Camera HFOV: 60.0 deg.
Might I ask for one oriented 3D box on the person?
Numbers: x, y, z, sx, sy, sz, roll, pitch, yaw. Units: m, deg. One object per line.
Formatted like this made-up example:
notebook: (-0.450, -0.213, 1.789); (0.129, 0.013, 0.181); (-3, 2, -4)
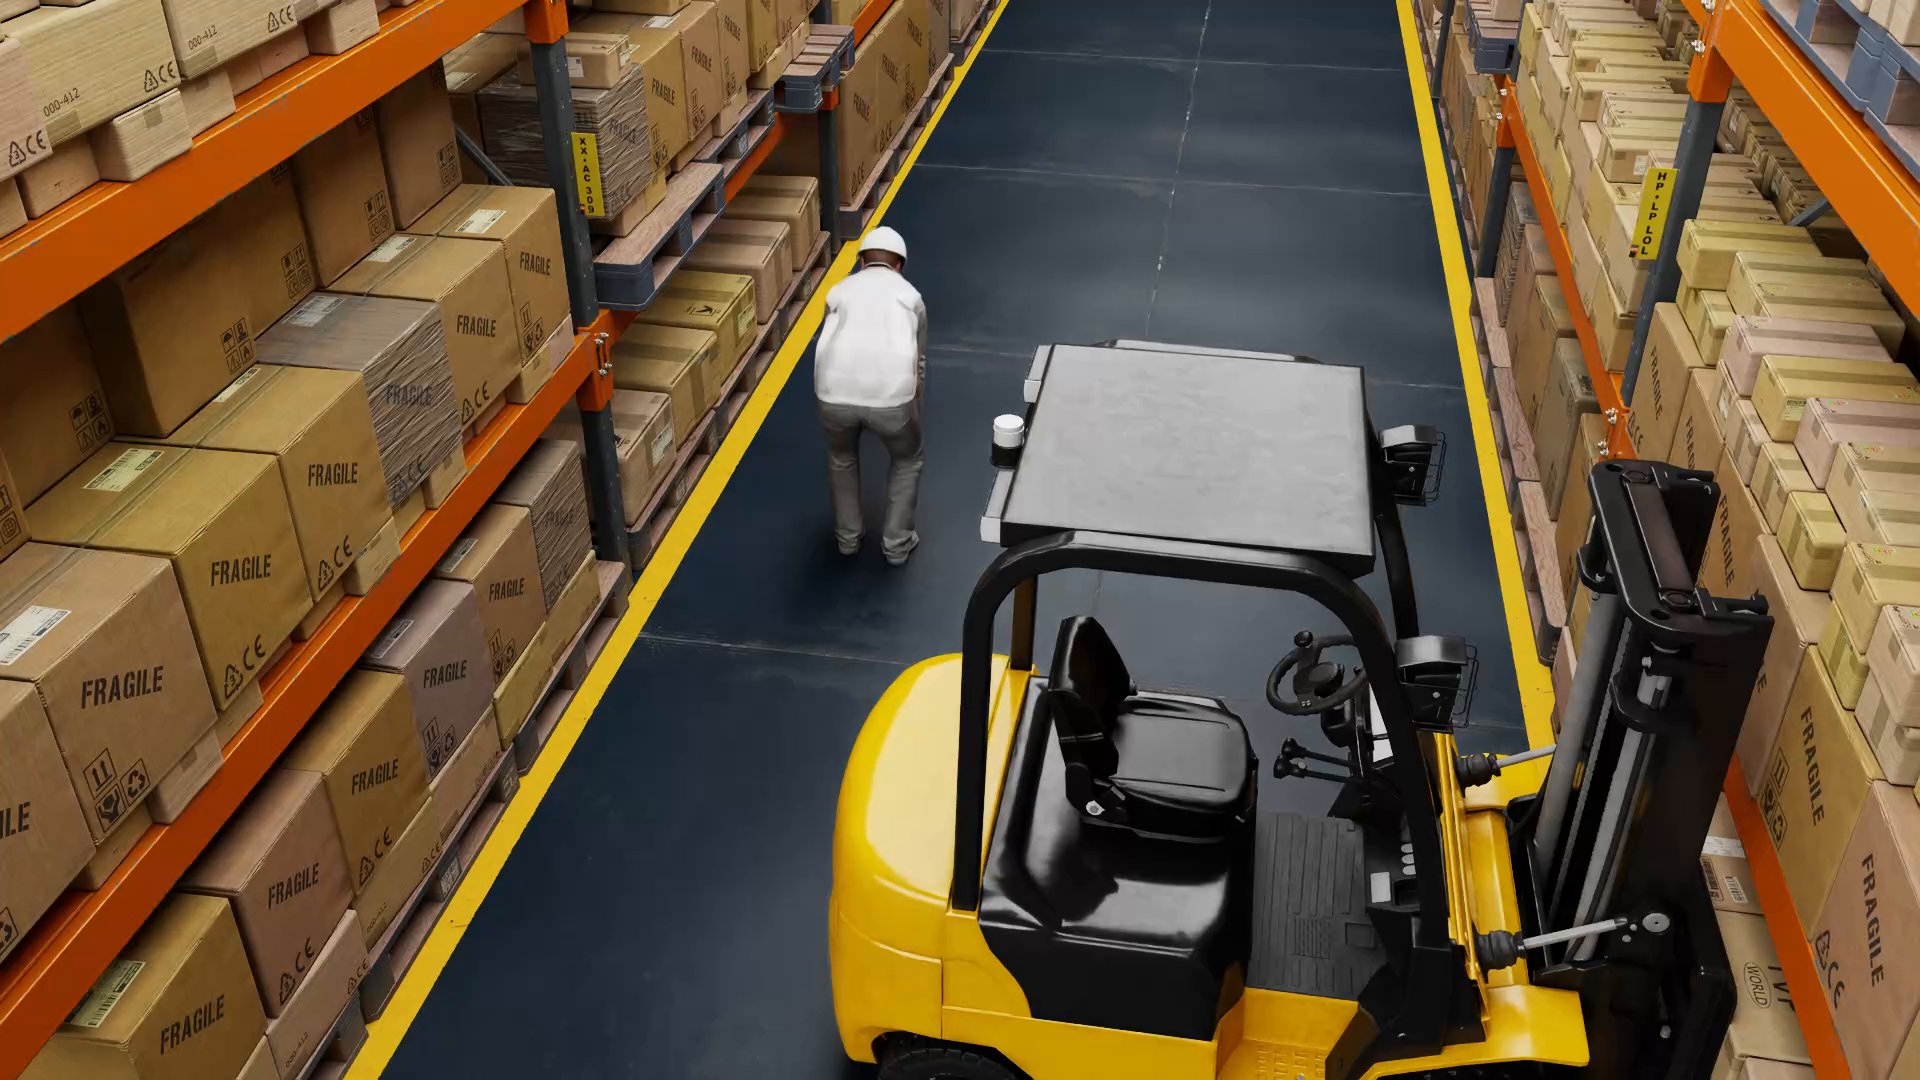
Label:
person: (-0.384, -0.642, 7.535); (0.475, 1.347, 0.936); (4, 32, 6)
